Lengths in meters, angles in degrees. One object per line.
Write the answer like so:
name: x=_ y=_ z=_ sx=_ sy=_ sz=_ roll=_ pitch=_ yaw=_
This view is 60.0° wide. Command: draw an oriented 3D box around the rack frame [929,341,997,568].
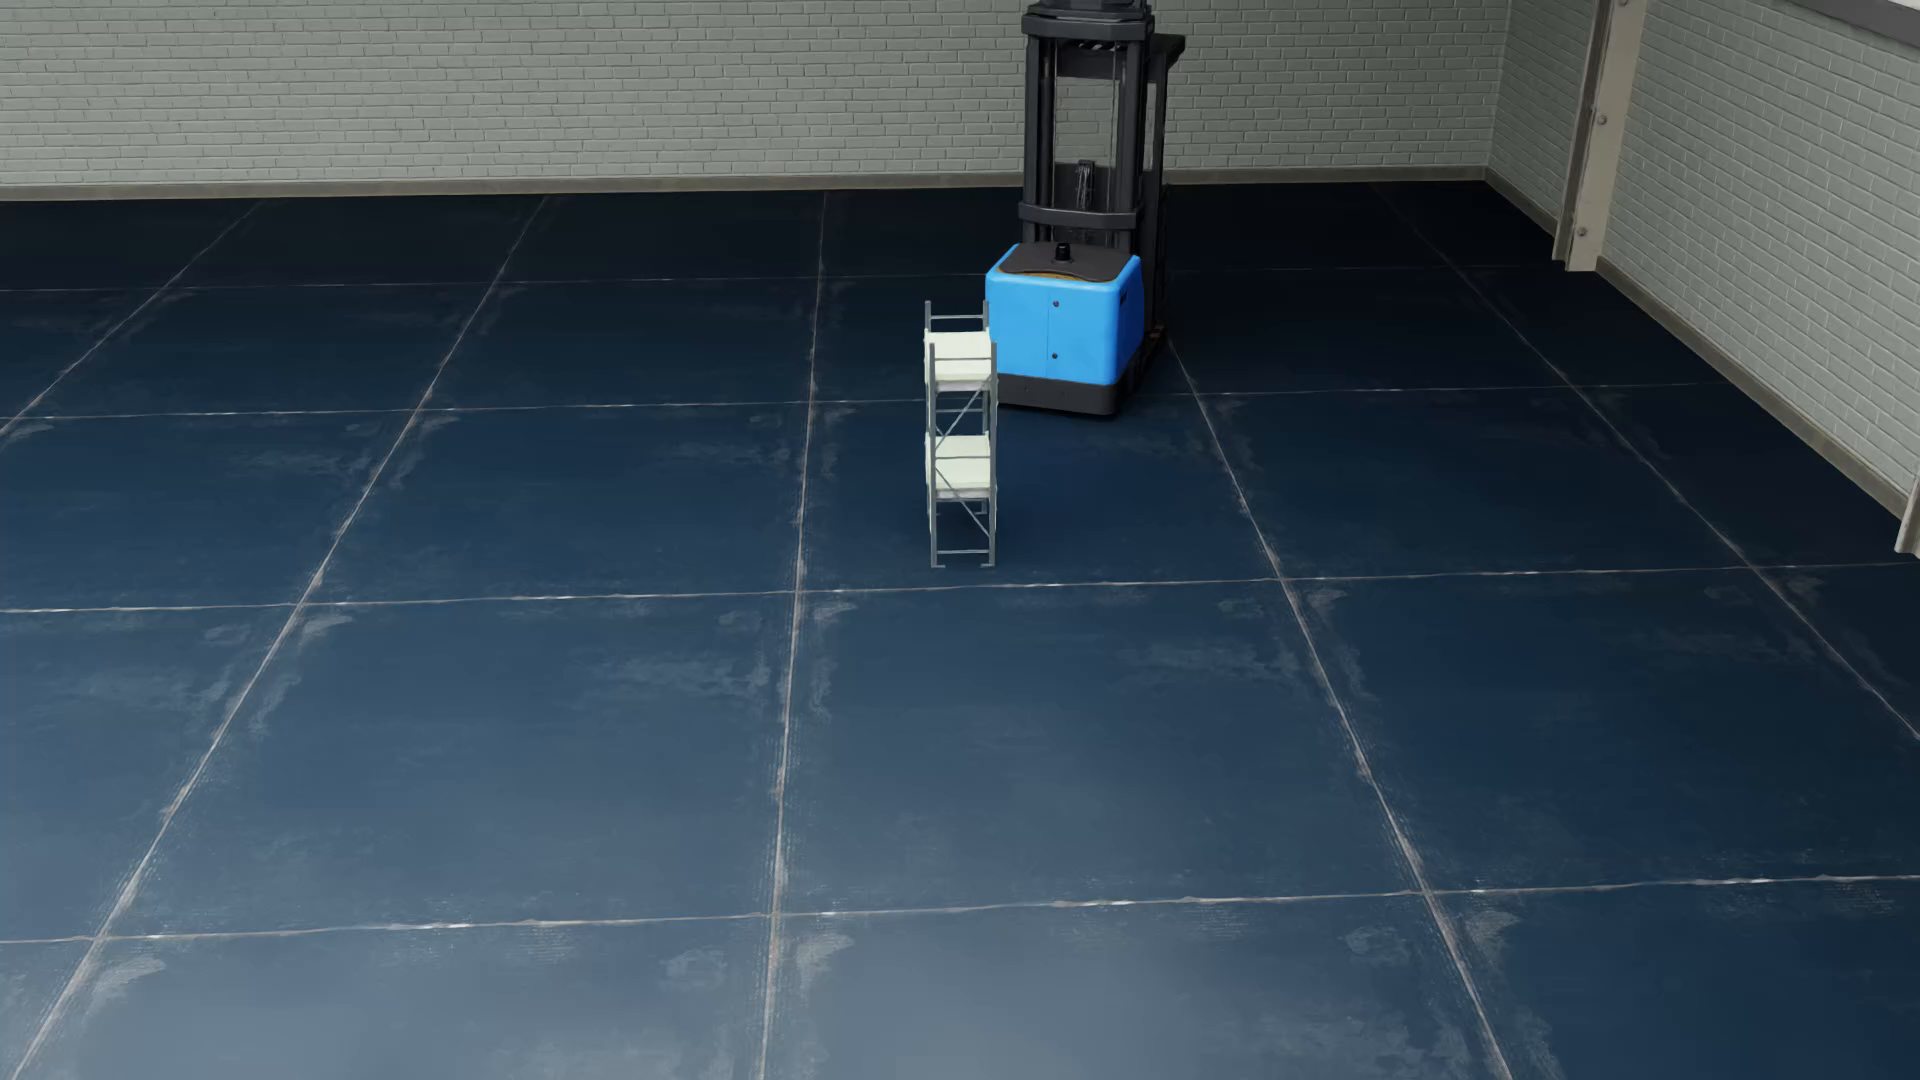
rack frame: x=0.019 y=-0.499 z=10.147 sx=0.400 sy=1.500 sz=0.023 roll=-1 pitch=28 yaw=-3

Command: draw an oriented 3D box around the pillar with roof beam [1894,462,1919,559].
pillar with roof beam: x=1.873 y=-3.742 z=8.255 sx=9.100 sy=9.000 sz=0.400 roll=-1 pitch=28 yaw=-3

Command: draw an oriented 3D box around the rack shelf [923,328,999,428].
rack shelf: x=0.000 y=-1.014 z=10.291 sx=0.431 sy=0.370 sz=0.720 roll=-1 pitch=28 yaw=-3

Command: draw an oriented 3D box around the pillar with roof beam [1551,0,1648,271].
pillar with roof beam: x=1.559 y=-6.513 z=13.568 sx=9.100 sy=9.000 sz=0.400 roll=-1 pitch=28 yaw=-3

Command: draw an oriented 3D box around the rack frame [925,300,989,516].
rack frame: x=-0.019 y=-0.837 z=10.795 sx=0.400 sy=1.500 sz=0.023 roll=-1 pitch=28 yaw=-3

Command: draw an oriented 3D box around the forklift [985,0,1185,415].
forklift: x=1.109 y=-2.898 z=13.200 sx=1.130 sy=2.935 sz=3.031 roll=8 pitch=29 yaw=16

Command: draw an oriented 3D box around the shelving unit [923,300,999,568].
shelving unit: x=0.000 y=-0.668 z=10.471 sx=0.431 sy=1.500 sz=0.755 roll=-1 pitch=28 yaw=-3

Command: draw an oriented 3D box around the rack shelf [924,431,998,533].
rack shelf: x=0.000 y=-0.379 z=10.622 sx=0.431 sy=0.370 sz=0.720 roll=-1 pitch=28 yaw=-3
